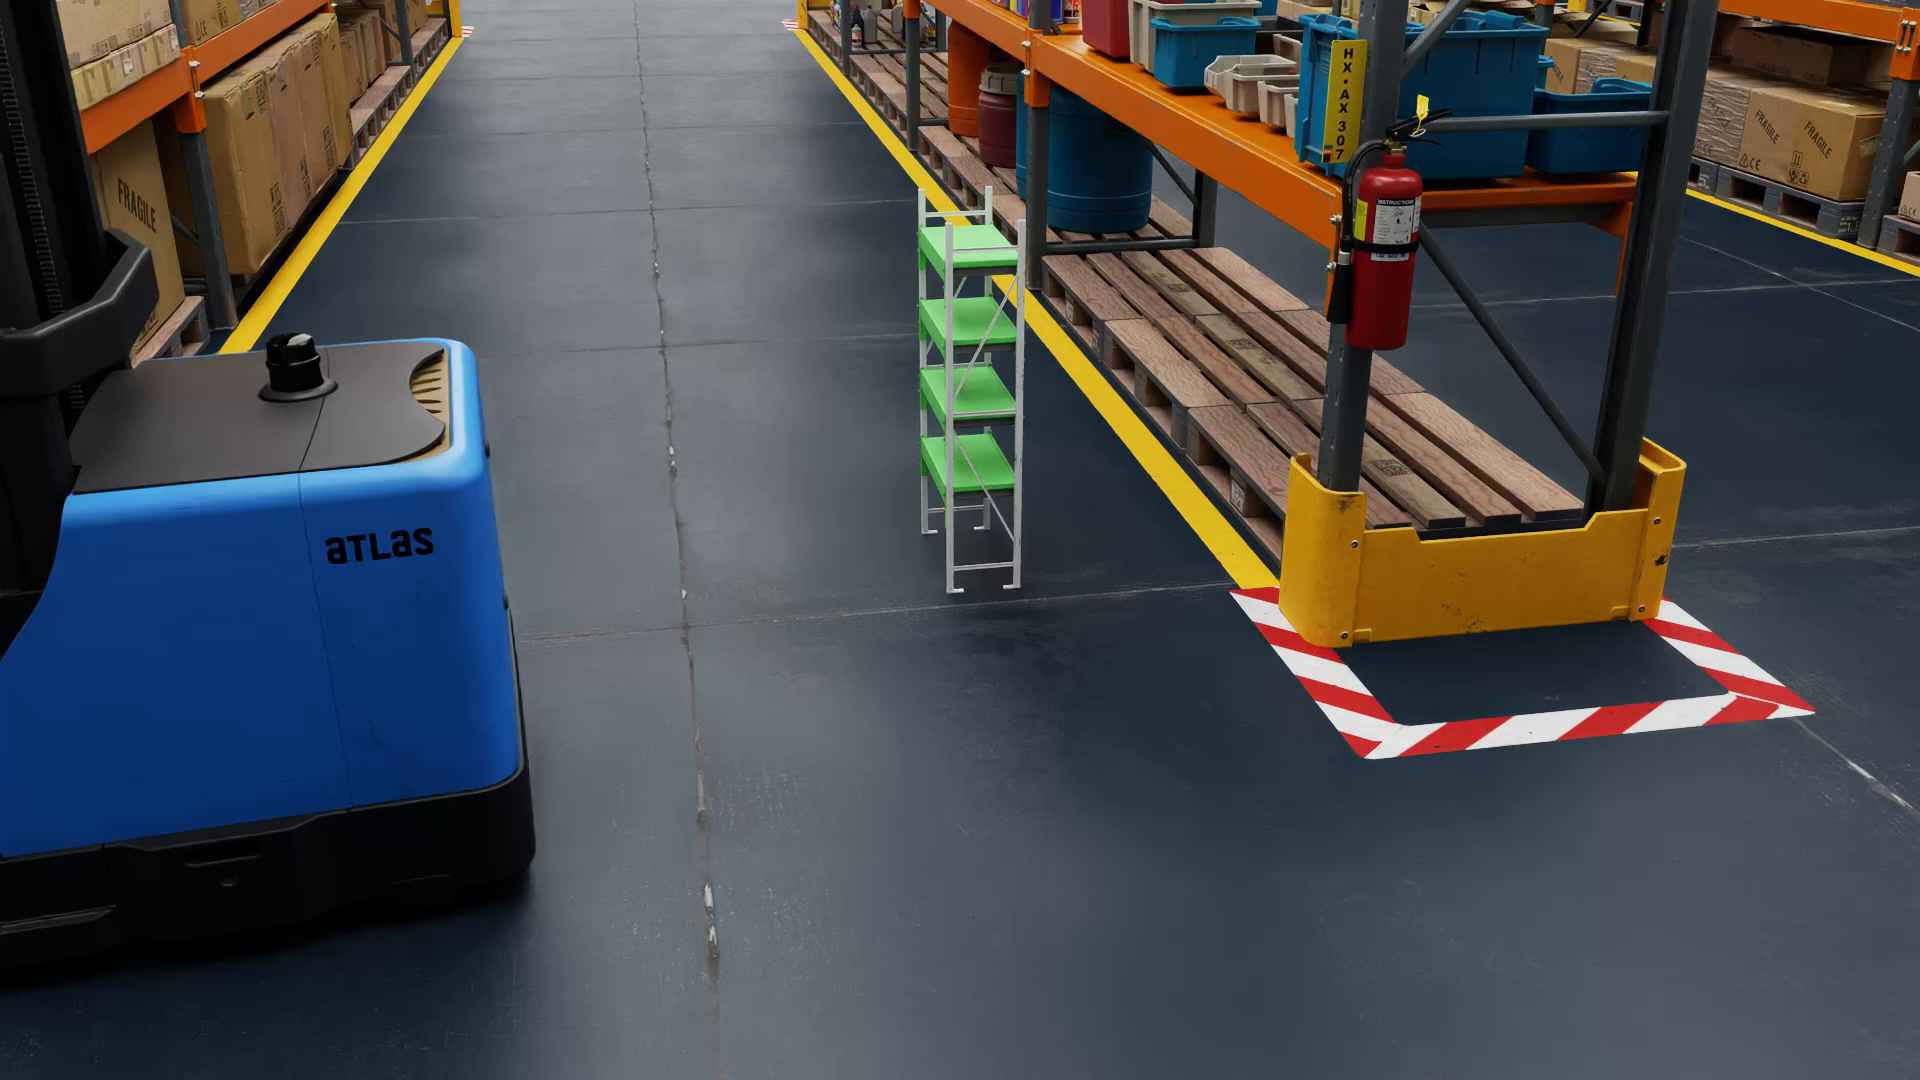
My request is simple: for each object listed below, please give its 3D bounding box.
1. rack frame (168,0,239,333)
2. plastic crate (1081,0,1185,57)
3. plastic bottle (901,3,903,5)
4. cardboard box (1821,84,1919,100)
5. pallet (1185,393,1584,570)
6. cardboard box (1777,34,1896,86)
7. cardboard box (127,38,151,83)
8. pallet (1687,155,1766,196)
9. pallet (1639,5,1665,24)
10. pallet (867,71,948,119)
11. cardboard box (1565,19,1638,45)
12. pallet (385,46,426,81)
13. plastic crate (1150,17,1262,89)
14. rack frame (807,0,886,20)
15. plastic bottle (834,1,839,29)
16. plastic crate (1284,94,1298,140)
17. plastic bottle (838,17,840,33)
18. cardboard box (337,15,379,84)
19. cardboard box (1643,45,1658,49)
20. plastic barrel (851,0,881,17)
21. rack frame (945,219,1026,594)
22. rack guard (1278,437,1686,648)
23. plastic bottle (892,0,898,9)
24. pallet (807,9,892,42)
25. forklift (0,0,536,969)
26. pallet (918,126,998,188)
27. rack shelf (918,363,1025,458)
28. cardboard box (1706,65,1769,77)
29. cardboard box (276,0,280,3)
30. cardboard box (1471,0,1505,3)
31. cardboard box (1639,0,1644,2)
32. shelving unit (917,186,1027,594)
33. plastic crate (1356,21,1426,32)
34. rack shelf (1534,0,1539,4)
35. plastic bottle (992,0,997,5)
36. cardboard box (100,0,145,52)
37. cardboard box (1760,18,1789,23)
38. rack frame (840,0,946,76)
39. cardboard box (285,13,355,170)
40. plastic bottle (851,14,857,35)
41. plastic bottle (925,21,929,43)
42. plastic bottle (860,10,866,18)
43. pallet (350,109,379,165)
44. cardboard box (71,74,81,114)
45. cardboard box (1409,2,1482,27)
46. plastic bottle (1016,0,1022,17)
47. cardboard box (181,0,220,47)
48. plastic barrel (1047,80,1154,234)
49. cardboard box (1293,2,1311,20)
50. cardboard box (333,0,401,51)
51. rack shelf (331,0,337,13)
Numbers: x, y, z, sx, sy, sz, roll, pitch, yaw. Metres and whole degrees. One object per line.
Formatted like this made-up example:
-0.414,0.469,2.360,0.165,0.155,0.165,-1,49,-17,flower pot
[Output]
-4.023,-2.371,7.430,1.000,3.000,0.127,-4,24,-10,rack frame
0.763,-2.424,7.398,0.402,0.464,0.583,-4,24,-10,plastic crate
-0.558,-5.565,17.597,0.152,0.276,0.135,-5,24,-11,plastic bottle
5.754,-2.576,10.473,0.500,0.500,0.500,-4,24,-9,cardboard box
1.470,-0.213,5.974,1.003,0.211,1.213,-4,24,-10,pallet
5.679,-3.104,10.745,0.500,0.250,0.500,-4,24,-10,cardboard box
-3.549,-1.957,6.798,0.380,0.149,0.250,-5,24,-11,cardboard box
5.297,-2.622,11.491,1.003,0.211,1.213,-4,24,-10,pallet
8.714,-6.082,19.411,1.003,0.211,1.213,-4,24,-10,pallet
-0.222,-3.819,14.230,1.003,0.211,1.213,-4,24,-10,pallet
5.166,-4.093,13.583,0.500,0.311,0.500,-4,24,-8,cardboard box
-5.661,-4.501,15.792,1.003,0.211,1.213,-4,24,-10,pallet
0.953,-1.903,6.494,0.416,0.233,0.300,-4,24,-10,plastic crate
-1.374,-7.457,19.077,1.000,3.000,0.127,-4,24,-10,rack frame
-1.282,-5.537,17.540,0.097,0.271,0.097,0,24,0,plastic bottle
1.256,-1.378,5.411,0.396,0.136,0.243,-4,24,-10,plastic crate
-1.207,-5.346,17.190,0.097,0.201,0.097,0,24,0,plastic bottle
-5.340,-4.141,14.058,0.700,0.500,0.500,-4,24,-10,cardboard box
5.377,-3.381,12.317,0.500,0.500,0.500,-3,24,-8,cardboard box
-1.085,-6.059,18.459,0.421,0.512,0.421,0,24,0,plastic barrel
0.076,-0.389,5.141,0.240,1.200,0.015,-4,24,-10,rack frame
1.602,-0.010,5.148,1.175,0.500,0.348,-4,24,-10,rack guard
-0.689,-5.615,17.702,0.061,0.283,0.133,-4,24,-10,plastic bottle
-1.169,-5.833,18.842,1.003,0.211,1.213,-4,24,-10,pallet
-2.569,-0.542,3.330,3.031,2.935,1.130,-7,24,-15,forklift
0.292,-2.726,11.727,1.003,0.211,1.213,-4,24,-10,pallet
0.031,-0.426,5.386,0.258,0.148,0.480,-4,24,-10,rack shelf
5.069,-2.923,11.269,0.500,0.500,0.500,-5,24,-12,cardboard box
-4.242,-3.413,9.693,0.500,0.500,0.500,-5,24,-11,cardboard box
4.783,-4.900,15.431,0.500,0.311,0.500,-4,24,-10,cardboard box
8.507,-6.657,20.054,0.500,0.311,0.500,-2,24,-5,cardboard box
0.031,-0.485,5.361,0.258,1.200,0.503,-4,24,-10,shelving unit
1.563,-1.872,6.423,0.416,0.233,0.300,-4,24,-10,plastic crate
4.604,-5.133,14.653,1.077,0.370,4.000,-4,24,-10,rack shelf
0.269,-3.206,9.499,0.152,0.276,0.135,-4,24,-10,plastic bottle
-3.585,-2.080,6.582,0.500,0.250,0.500,-4,24,-8,cardboard box
8.973,-5.728,18.109,0.380,0.166,0.250,-8,25,-17,cardboard box
-0.634,-5.884,15.474,1.000,3.000,0.127,-4,24,-10,rack frame
-4.655,-2.890,10.749,1.225,0.875,0.875,-5,24,-12,cardboard box
-1.048,-5.005,16.307,0.061,0.283,0.133,-3,24,-7,plastic bottle
-0.300,-5.041,16.491,0.097,0.201,0.097,0,24,0,plastic bottle
-0.931,-5.166,16.683,0.152,0.276,0.135,-4,24,-10,plastic bottle
-4.905,-2.973,12.294,1.003,0.211,1.213,-4,24,-10,pallet
-3.360,-1.554,5.874,0.380,0.149,0.250,-4,24,-9,cardboard box
4.351,-4.653,14.865,0.500,0.311,0.500,-4,24,-8,cardboard box
0.387,-2.955,8.923,0.152,0.276,0.135,-4,24,-10,plastic bottle
-3.862,-2.616,7.867,0.500,0.500,0.500,-4,24,-10,cardboard box
0.761,-2.183,9.098,0.600,0.901,0.708,-4,24,-10,plastic barrel
3.851,-5.545,17.609,0.500,0.250,0.500,-4,24,-10,cardboard box
-5.650,-4.949,15.933,0.500,0.500,0.500,3,24,7,cardboard box
-5.132,-4.401,12.978,1.077,0.370,4.000,-4,24,-10,rack shelf
